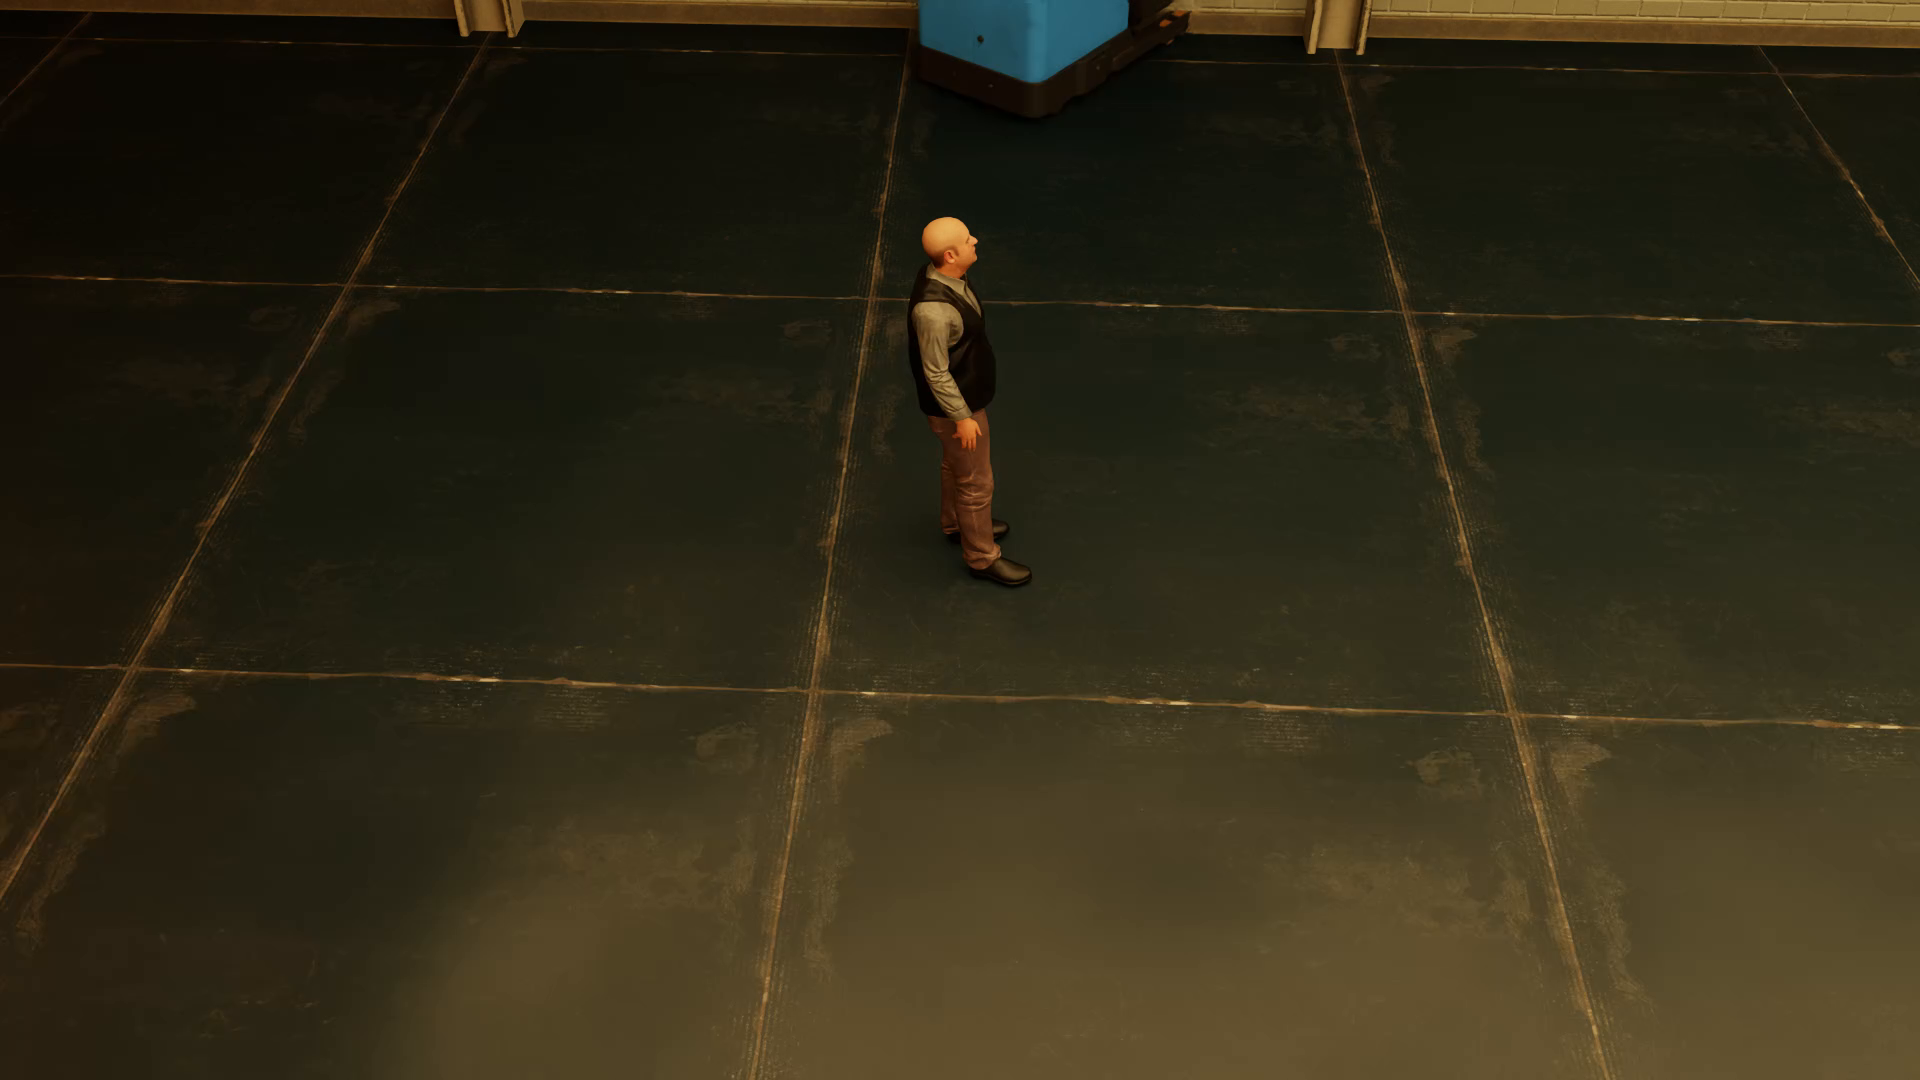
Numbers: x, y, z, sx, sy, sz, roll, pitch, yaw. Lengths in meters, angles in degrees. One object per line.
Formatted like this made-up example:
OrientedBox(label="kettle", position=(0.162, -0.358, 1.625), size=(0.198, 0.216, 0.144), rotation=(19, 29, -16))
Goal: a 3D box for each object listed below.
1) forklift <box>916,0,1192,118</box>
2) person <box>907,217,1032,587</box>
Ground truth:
OrientedBox(label="forklift", position=(1.005, -4.768, 10.965), size=(1.130, 2.935, 3.031), rotation=(27, 49, 27))
OrientedBox(label="person", position=(0.070, -0.604, 7.349), size=(0.552, 1.641, 0.632), rotation=(2, 42, 2))
